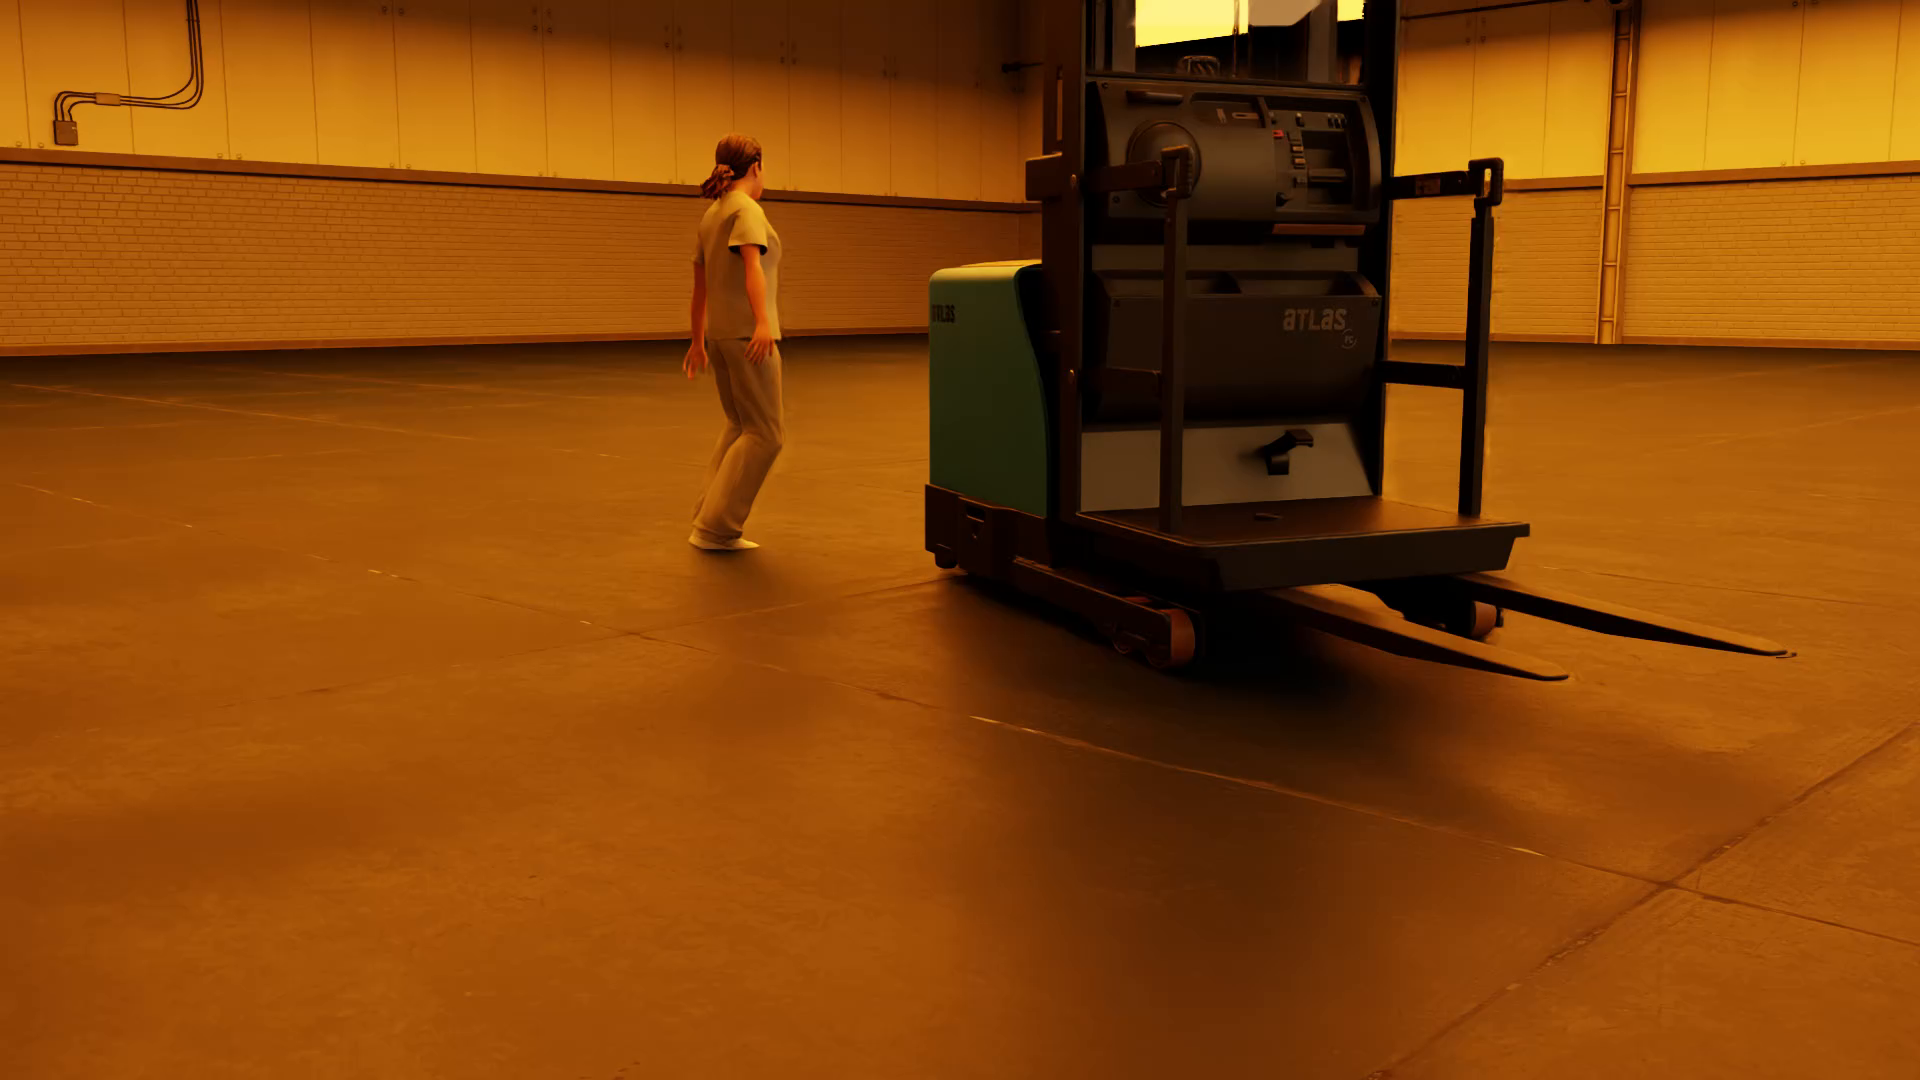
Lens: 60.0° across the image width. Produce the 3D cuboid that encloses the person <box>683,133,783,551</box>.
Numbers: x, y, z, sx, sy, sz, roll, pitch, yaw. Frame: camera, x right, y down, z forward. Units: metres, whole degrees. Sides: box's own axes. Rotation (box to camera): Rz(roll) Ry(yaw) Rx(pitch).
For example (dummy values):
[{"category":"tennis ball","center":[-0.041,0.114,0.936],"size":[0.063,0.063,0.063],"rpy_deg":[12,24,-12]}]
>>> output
[{"category":"person","center":[-0.913,-0.765,6.543],"size":[0.463,1.651,0.801],"rpy_deg":[-5,10,-29]}]

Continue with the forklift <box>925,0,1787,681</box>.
[{"category":"forklift","center":[0.910,-1.176,4.683],"size":[1.130,2.935,3.031],"rpy_deg":[-4,9,-22]}]
